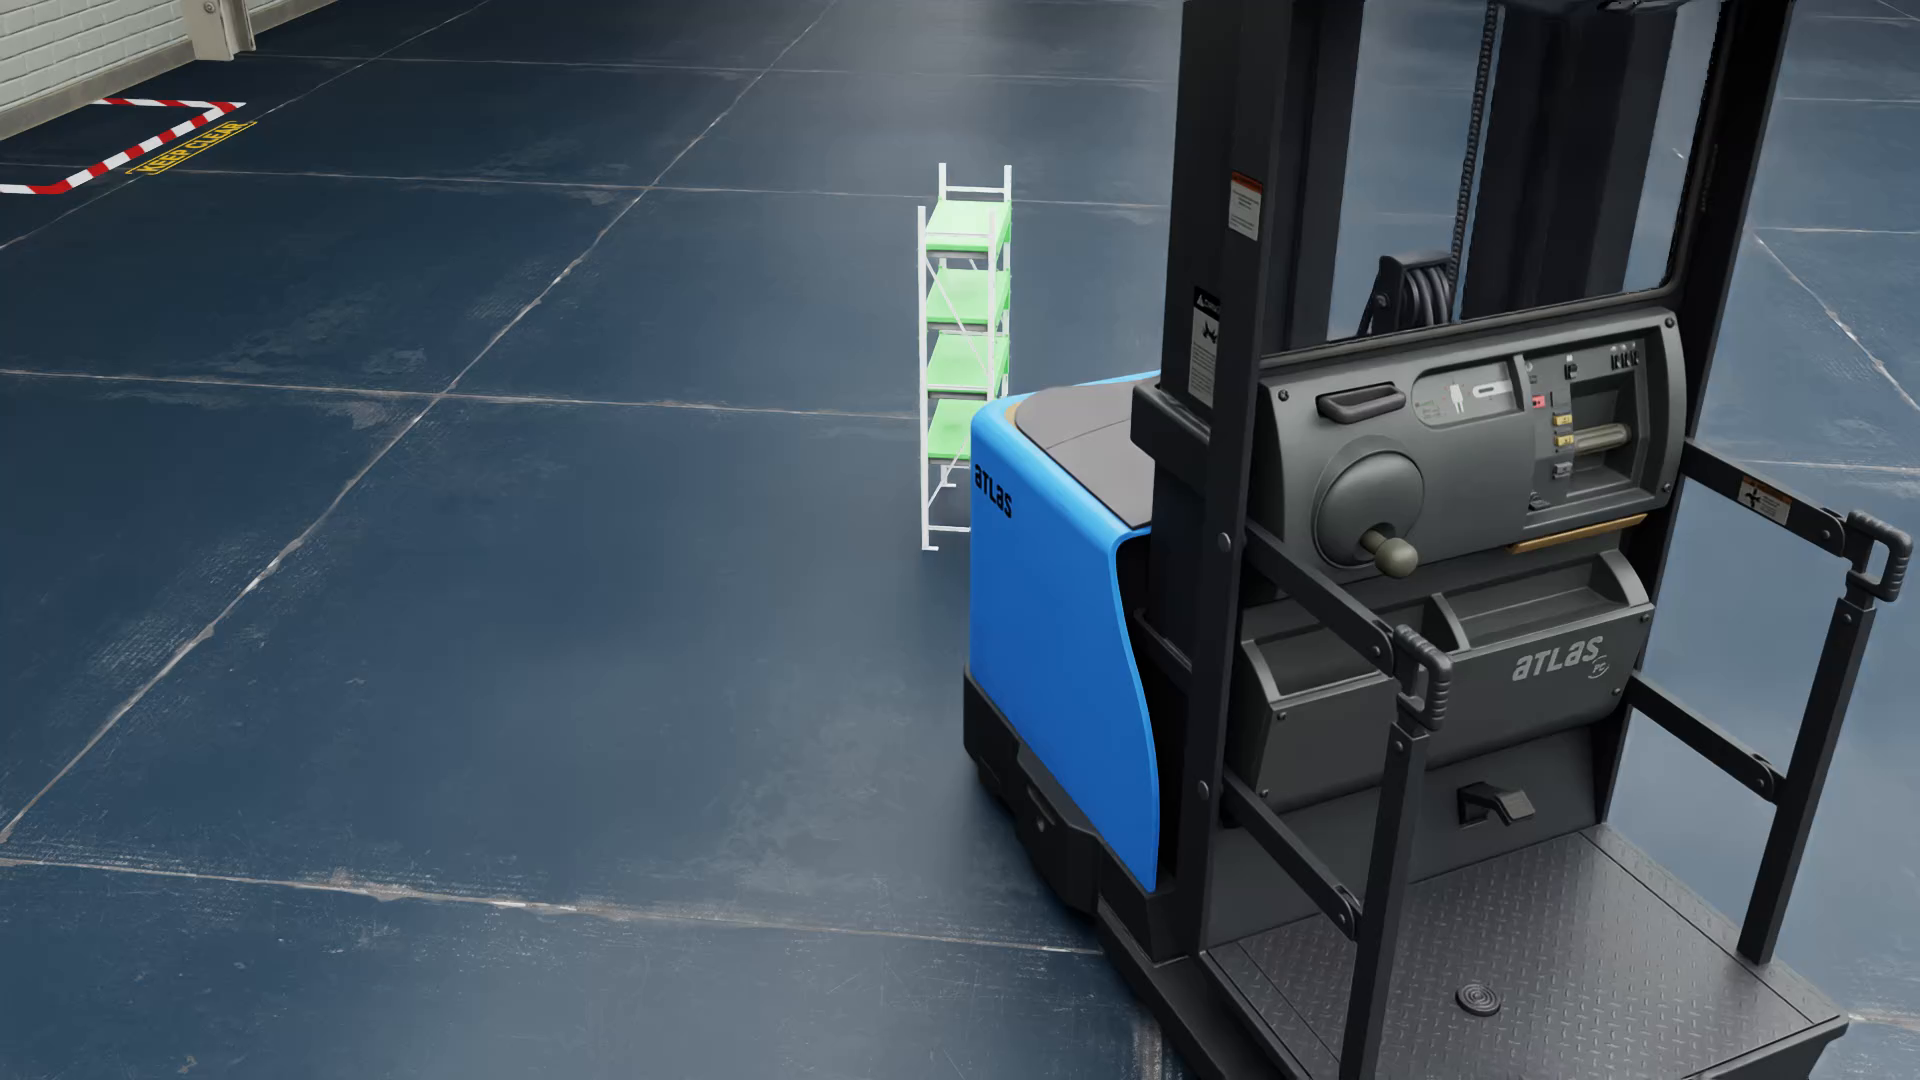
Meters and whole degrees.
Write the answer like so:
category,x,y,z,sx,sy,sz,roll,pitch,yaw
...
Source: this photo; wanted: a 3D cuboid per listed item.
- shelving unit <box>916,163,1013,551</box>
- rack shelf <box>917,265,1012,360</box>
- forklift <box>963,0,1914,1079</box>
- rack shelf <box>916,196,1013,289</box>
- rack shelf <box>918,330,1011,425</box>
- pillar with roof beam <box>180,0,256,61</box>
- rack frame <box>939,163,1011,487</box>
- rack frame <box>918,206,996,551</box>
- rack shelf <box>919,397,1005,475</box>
category,x,y,z,sx,sy,sz,roll,pitch,yaw
shelving unit,0.020,-0.606,5.610,0.258,1.200,0.503,3,28,6
rack shelf,0.020,-0.761,5.527,0.258,0.148,0.480,3,28,6
forklift,1.065,-0.141,2.921,1.130,2.935,3.031,-12,30,-21
rack shelf,0.020,-0.972,5.413,0.258,0.148,0.480,3,28,6
rack shelf,0.020,-0.550,5.640,0.258,0.148,0.480,3,28,6
pillar with roof beam,-1.284,-7.380,9.961,9.100,9.000,0.400,3,28,6
rack frame,0.050,-0.721,5.823,0.240,1.200,0.015,3,28,6
rack frame,-0.010,-0.491,5.397,0.240,1.200,0.015,3,28,6
rack shelf,0.020,-0.339,5.754,0.258,0.148,0.480,3,28,6
